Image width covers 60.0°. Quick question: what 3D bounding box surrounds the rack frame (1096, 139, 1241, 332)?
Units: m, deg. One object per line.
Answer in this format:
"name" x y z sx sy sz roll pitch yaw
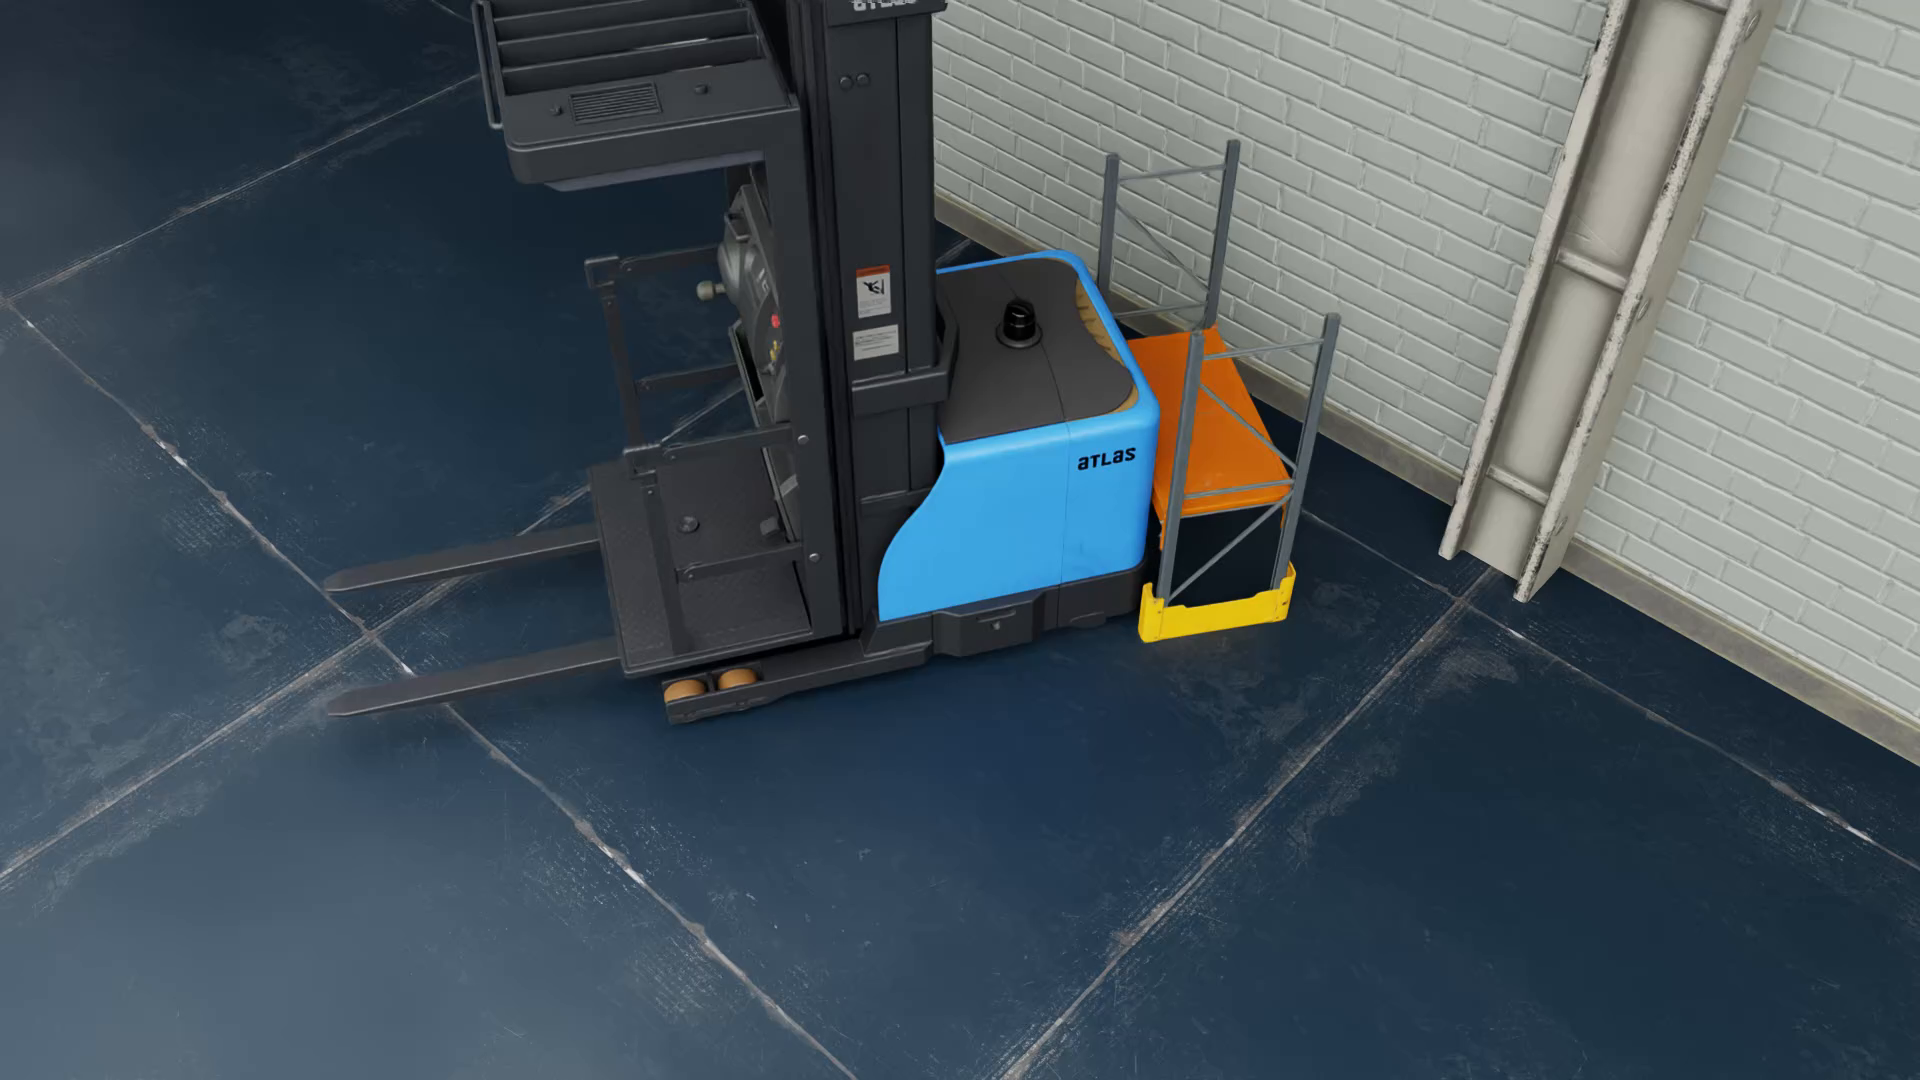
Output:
"rack frame" 0.775 -0.903 6.569 0.500 1.500 0.032 -9 47 -8

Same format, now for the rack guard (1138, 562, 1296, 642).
"rack guard" 0.980 0.236 6.357 0.587 0.250 0.087 -9 47 -8

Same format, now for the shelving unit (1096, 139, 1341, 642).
"shelving unit" 0.877 -0.547 6.235 0.587 1.500 1.083 -9 47 -8

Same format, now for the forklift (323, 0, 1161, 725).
"forklift" -0.864 -0.763 5.456 3.031 2.935 1.130 -11 48 -11

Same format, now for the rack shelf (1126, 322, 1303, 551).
"rack shelf" 0.879 -0.417 6.360 0.538 0.185 1.000 -9 47 -8

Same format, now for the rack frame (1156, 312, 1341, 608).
"rack frame" 0.983 -0.178 5.888 0.500 1.500 0.032 -9 47 -8

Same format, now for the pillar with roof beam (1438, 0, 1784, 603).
"pillar with roof beam" -0.747 -0.704 1.238 0.400 9.000 9.100 34 55 28
